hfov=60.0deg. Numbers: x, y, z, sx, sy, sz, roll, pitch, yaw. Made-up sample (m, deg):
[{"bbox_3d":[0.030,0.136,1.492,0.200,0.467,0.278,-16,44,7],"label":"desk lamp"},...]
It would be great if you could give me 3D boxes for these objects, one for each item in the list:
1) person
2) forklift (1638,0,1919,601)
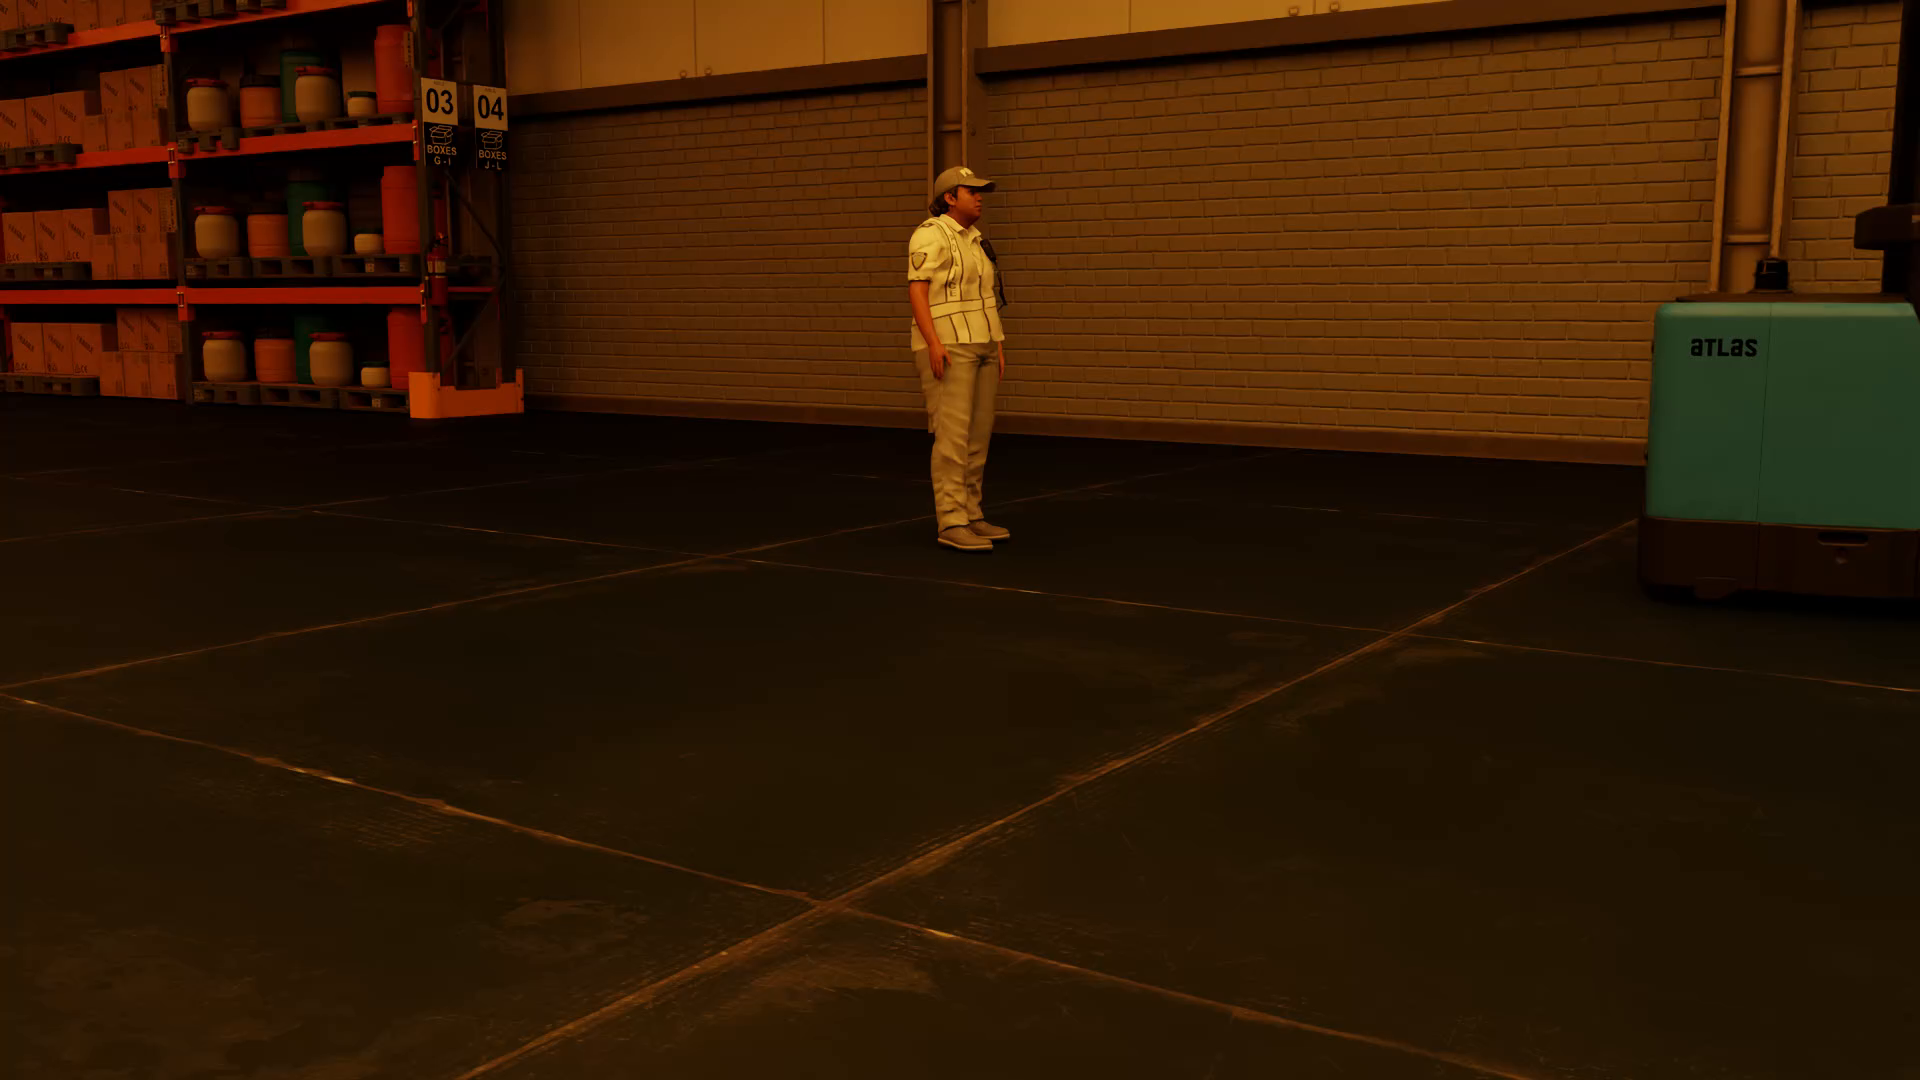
[{"bbox_3d":[0.051,-0.823,7.423,0.527,1.670,0.598,5,10,34],"label":"person"},{"bbox_3d":[4.041,-1.210,5.704,3.031,2.935,1.130,3,9,22],"label":"forklift"}]
